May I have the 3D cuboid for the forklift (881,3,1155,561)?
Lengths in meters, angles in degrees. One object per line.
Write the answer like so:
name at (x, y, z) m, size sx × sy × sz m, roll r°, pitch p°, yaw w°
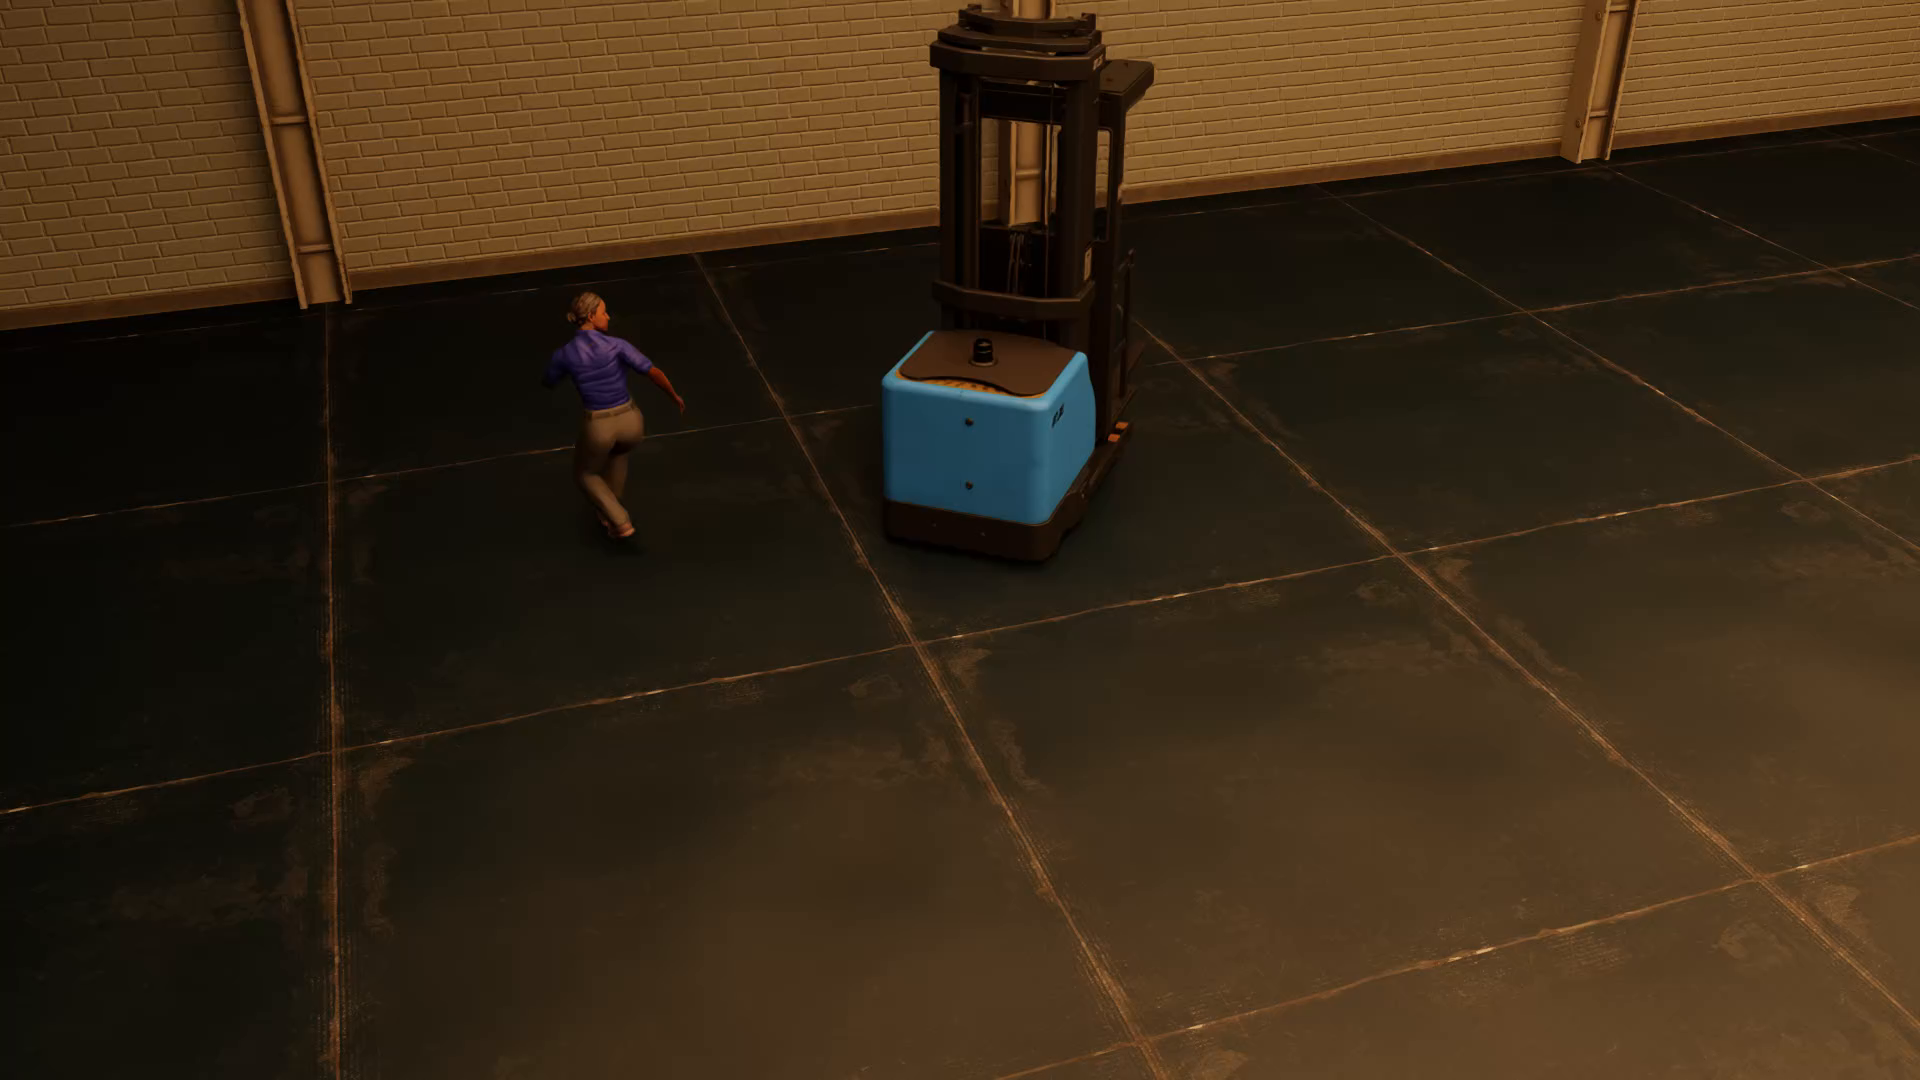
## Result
forklift at (0.517, -1.867, 10.332) m, size 1.130 × 2.935 × 3.031 m, roll 10°, pitch 31°, yaw 17°

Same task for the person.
person at (-2.035, -0.757, 9.822) m, size 0.799 × 1.531 × 0.815 m, roll -10°, pitch 31°, yaw -17°
